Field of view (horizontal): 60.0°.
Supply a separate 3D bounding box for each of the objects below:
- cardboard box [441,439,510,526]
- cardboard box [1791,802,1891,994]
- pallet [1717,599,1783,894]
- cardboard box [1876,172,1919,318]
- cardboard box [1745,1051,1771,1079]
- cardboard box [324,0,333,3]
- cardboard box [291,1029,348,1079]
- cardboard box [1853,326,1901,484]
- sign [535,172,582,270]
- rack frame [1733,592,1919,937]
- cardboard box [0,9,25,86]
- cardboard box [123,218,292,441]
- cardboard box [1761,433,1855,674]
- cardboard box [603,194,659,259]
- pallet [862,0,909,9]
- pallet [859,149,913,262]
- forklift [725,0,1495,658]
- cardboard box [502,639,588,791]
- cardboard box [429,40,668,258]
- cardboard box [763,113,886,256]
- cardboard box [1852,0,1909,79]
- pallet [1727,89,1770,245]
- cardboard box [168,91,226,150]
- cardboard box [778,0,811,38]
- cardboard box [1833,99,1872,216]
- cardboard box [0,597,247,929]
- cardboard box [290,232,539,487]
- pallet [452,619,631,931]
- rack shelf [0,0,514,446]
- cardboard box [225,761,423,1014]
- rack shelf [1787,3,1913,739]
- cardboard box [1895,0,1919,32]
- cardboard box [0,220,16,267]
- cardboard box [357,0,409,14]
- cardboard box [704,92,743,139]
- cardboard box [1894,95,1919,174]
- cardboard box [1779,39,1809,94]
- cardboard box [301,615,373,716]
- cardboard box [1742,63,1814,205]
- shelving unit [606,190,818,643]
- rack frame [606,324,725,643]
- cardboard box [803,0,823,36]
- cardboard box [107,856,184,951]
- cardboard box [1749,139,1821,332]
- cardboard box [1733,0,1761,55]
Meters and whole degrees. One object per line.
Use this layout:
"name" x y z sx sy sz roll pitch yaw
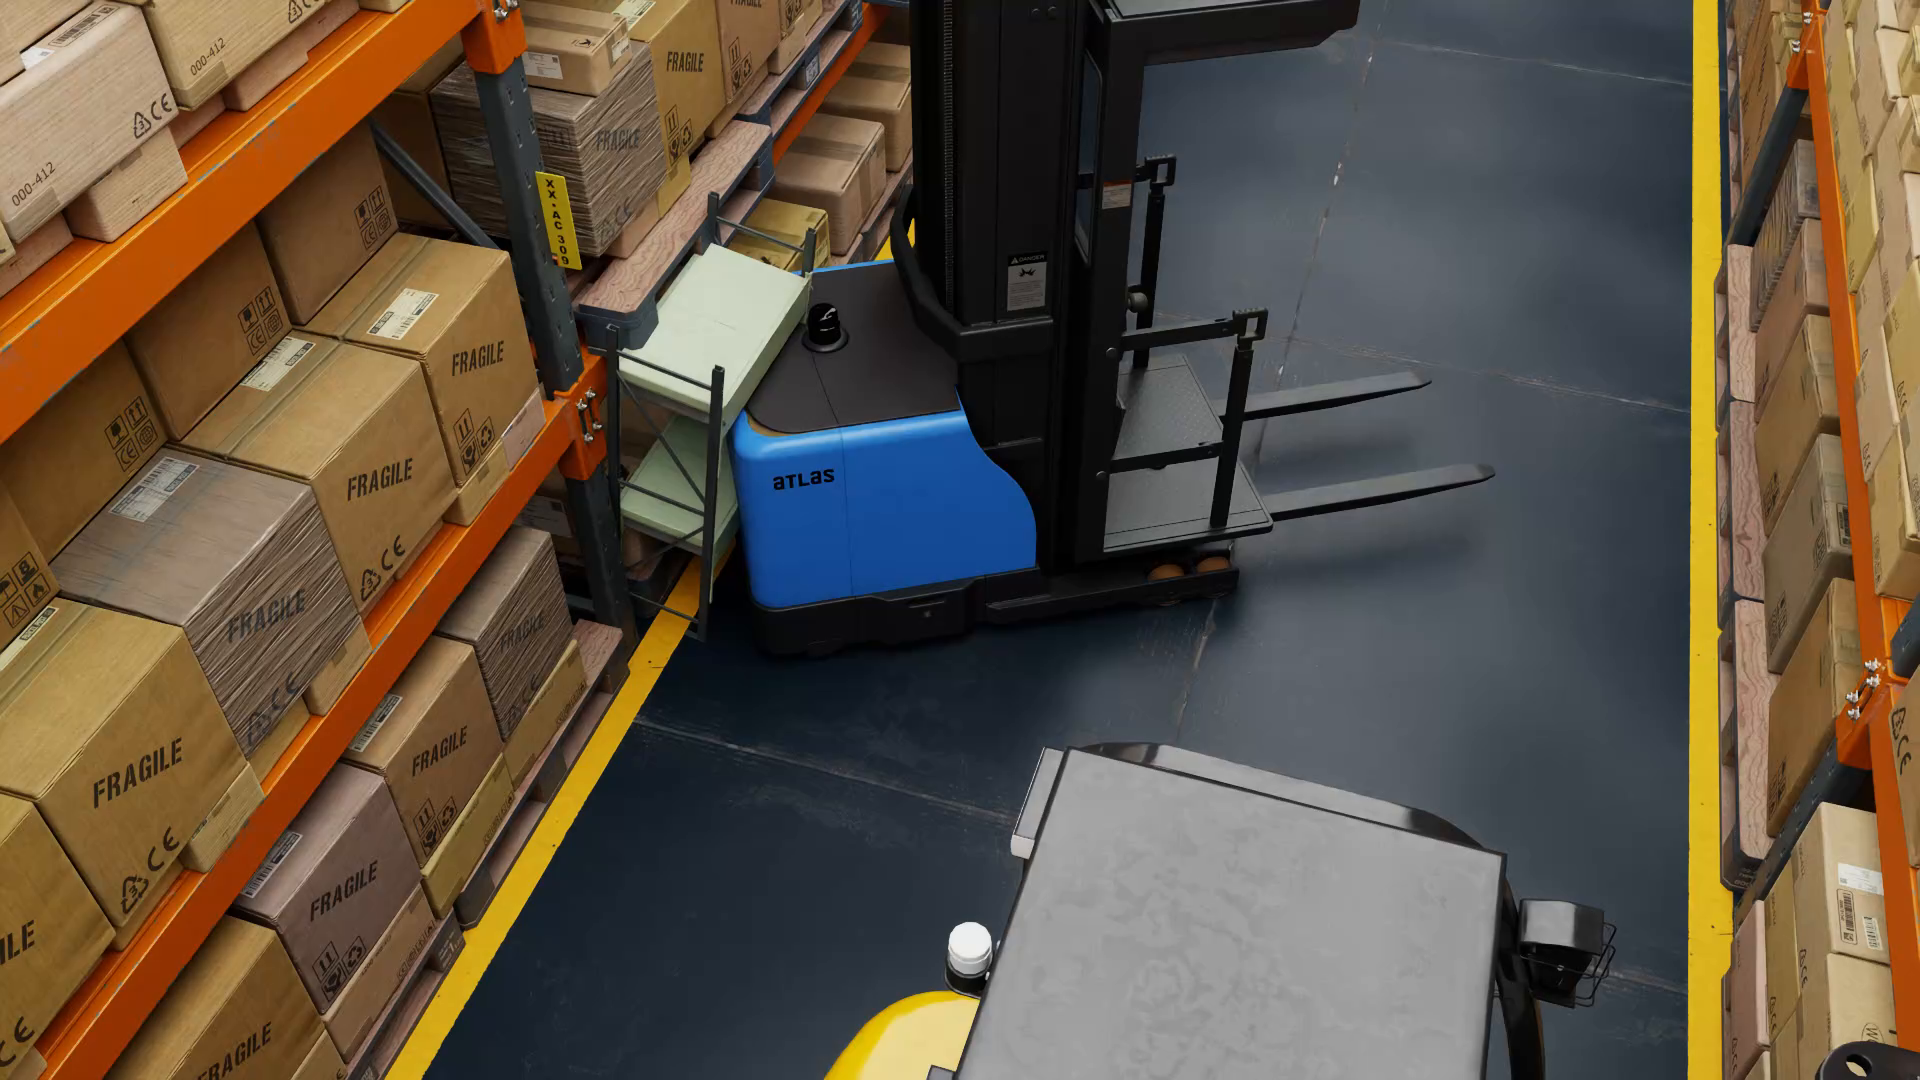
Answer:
"cardboard box" -1.593 -0.213 5.002 0.380 0.149 0.250 13 46 13
"cardboard box" 2.569 1.031 4.502 0.500 0.250 0.500 12 46 12
"pallet" 3.200 0.797 5.784 1.003 0.211 1.213 13 46 13
"cardboard box" 3.228 -0.891 5.265 0.500 0.250 0.500 13 46 13
"cardboard box" 2.413 1.727 4.507 0.500 0.250 0.500 12 46 12
"cardboard box" -1.595 -1.521 3.910 0.500 0.250 0.500 12 46 12
"cardboard box" -2.106 1.566 4.671 0.500 0.250 0.500 15 46 15
"cardboard box" 3.064 -0.374 5.095 0.500 0.250 0.500 12 46 12
"sign" -1.198 -0.949 4.956 0.100 0.325 0.005 13 46 13
"rack frame" 3.014 0.300 4.299 1.000 3.000 0.127 13 46 13
"cardboard box" -1.934 -0.880 2.969 0.380 0.149 0.250 13 46 13
"cardboard box" -2.233 -0.665 4.286 0.700 0.500 0.500 13 46 13
"cardboard box" 3.404 0.133 5.867 0.875 0.625 0.625 12 46 12
"cardboard box" -1.249 -1.111 5.620 0.380 0.149 0.250 13 46 13
"pallet" -0.621 -2.849 7.654 1.213 0.211 1.003 13 46 13
"pallet" -0.744 -1.898 8.539 1.003 0.211 1.213 13 46 13
"forklift" 0.609 -1.145 5.824 3.031 2.935 1.130 -9 45 -9
"cardboard box" -1.640 0.535 5.725 0.500 0.250 0.500 14 46 14
"cardboard box" -1.302 -1.293 5.342 0.500 0.500 0.500 14 46 14
"cardboard box" -0.903 -1.758 7.981 0.950 0.372 0.625 12 46 12
"cardboard box" 3.706 -1.914 6.311 0.500 0.250 0.500 14 46 14
"pallet" 4.488 -1.859 8.499 1.003 0.211 1.213 13 46 13
"cardboard box" -1.859 -0.972 3.634 0.380 0.149 0.250 11 45 11
"cardboard box" -0.843 -2.298 6.370 0.500 0.500 0.500 11 45 11
"cardboard box" 3.552 -1.390 6.133 0.500 0.250 0.500 11 45 11
"cardboard box" -2.068 0.492 3.819 0.500 0.500 0.500 12 46 12
"cardboard box" -1.615 -0.542 4.875 0.500 0.500 0.500 11 46 11
"pallet" -1.887 0.703 5.881 1.003 0.211 1.213 13 46 13
"rack shelf" -2.323 -0.231 3.211 1.077 0.370 4.000 13 46 13
"cardboard box" -1.947 0.947 4.768 0.500 0.500 0.500 15 46 15
"rack shelf" 3.620 -0.776 5.913 1.077 0.370 4.000 13 46 13
"cardboard box" 3.648 -1.952 6.065 0.380 0.149 0.250 13 46 13
"cardboard box" -2.054 -0.507 2.873 0.500 0.250 0.500 13 46 13
"cardboard box" -1.522 -1.456 4.128 0.380 0.149 0.250 13 46 13
"cardboard box" -1.034 -1.643 6.164 0.380 0.149 0.250 13 46 13
"cardboard box" 3.271 -1.294 5.392 0.380 0.149 0.250 11 46 11
"cardboard box" 4.134 -2.238 7.915 0.380 0.149 0.250 10 45 11
"cardboard box" -1.829 0.297 4.481 0.380 0.149 0.250 12 46 12
"cardboard box" 4.149 -1.951 8.086 0.500 0.500 0.500 14 46 14
"shelving unit" -0.914 -0.402 6.025 0.431 1.500 0.755 21 51 6
"rack frame" -1.040 -0.144 5.797 0.400 1.500 0.023 21 51 6
"cardboard box" -0.775 -2.158 6.690 0.380 0.149 0.250 11 45 11
"cardboard box" -2.110 0.796 3.971 0.380 0.149 0.250 11 46 11
"cardboard box" 4.024 -1.255 7.285 0.875 0.625 0.625 14 46 14
"cardboard box" 4.606 -2.981 9.139 0.500 0.500 0.500 11 45 11
